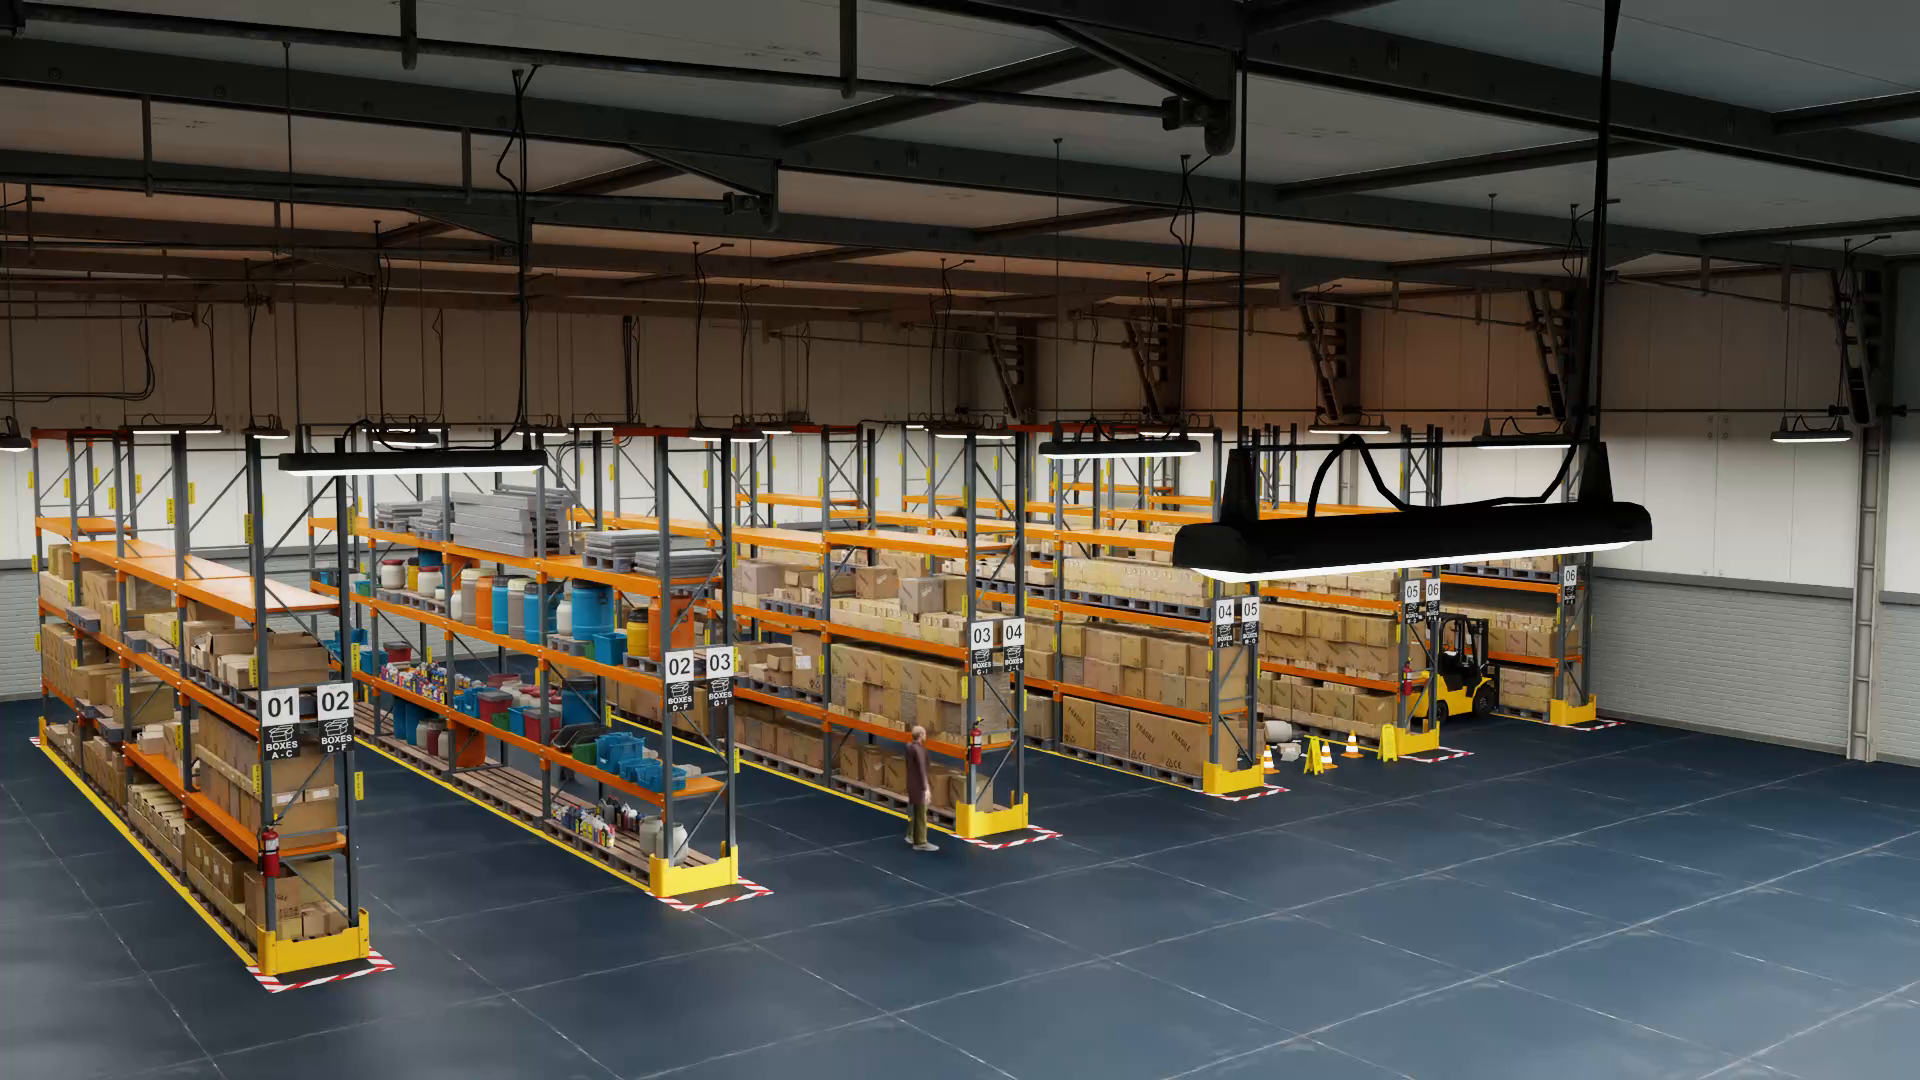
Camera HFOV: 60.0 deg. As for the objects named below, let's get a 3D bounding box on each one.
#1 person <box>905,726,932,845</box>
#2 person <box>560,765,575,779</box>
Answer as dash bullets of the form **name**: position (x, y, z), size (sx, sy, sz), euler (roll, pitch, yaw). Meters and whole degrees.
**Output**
- **person**: position (-0.578, 3.525, 23.961), size (0.376, 1.713, 0.683), euler (-2, 5, -20)
- **person**: position (-6.697, 3.277, 28.531), size (0.473, 1.703, 0.460), euler (1, 5, 18)
